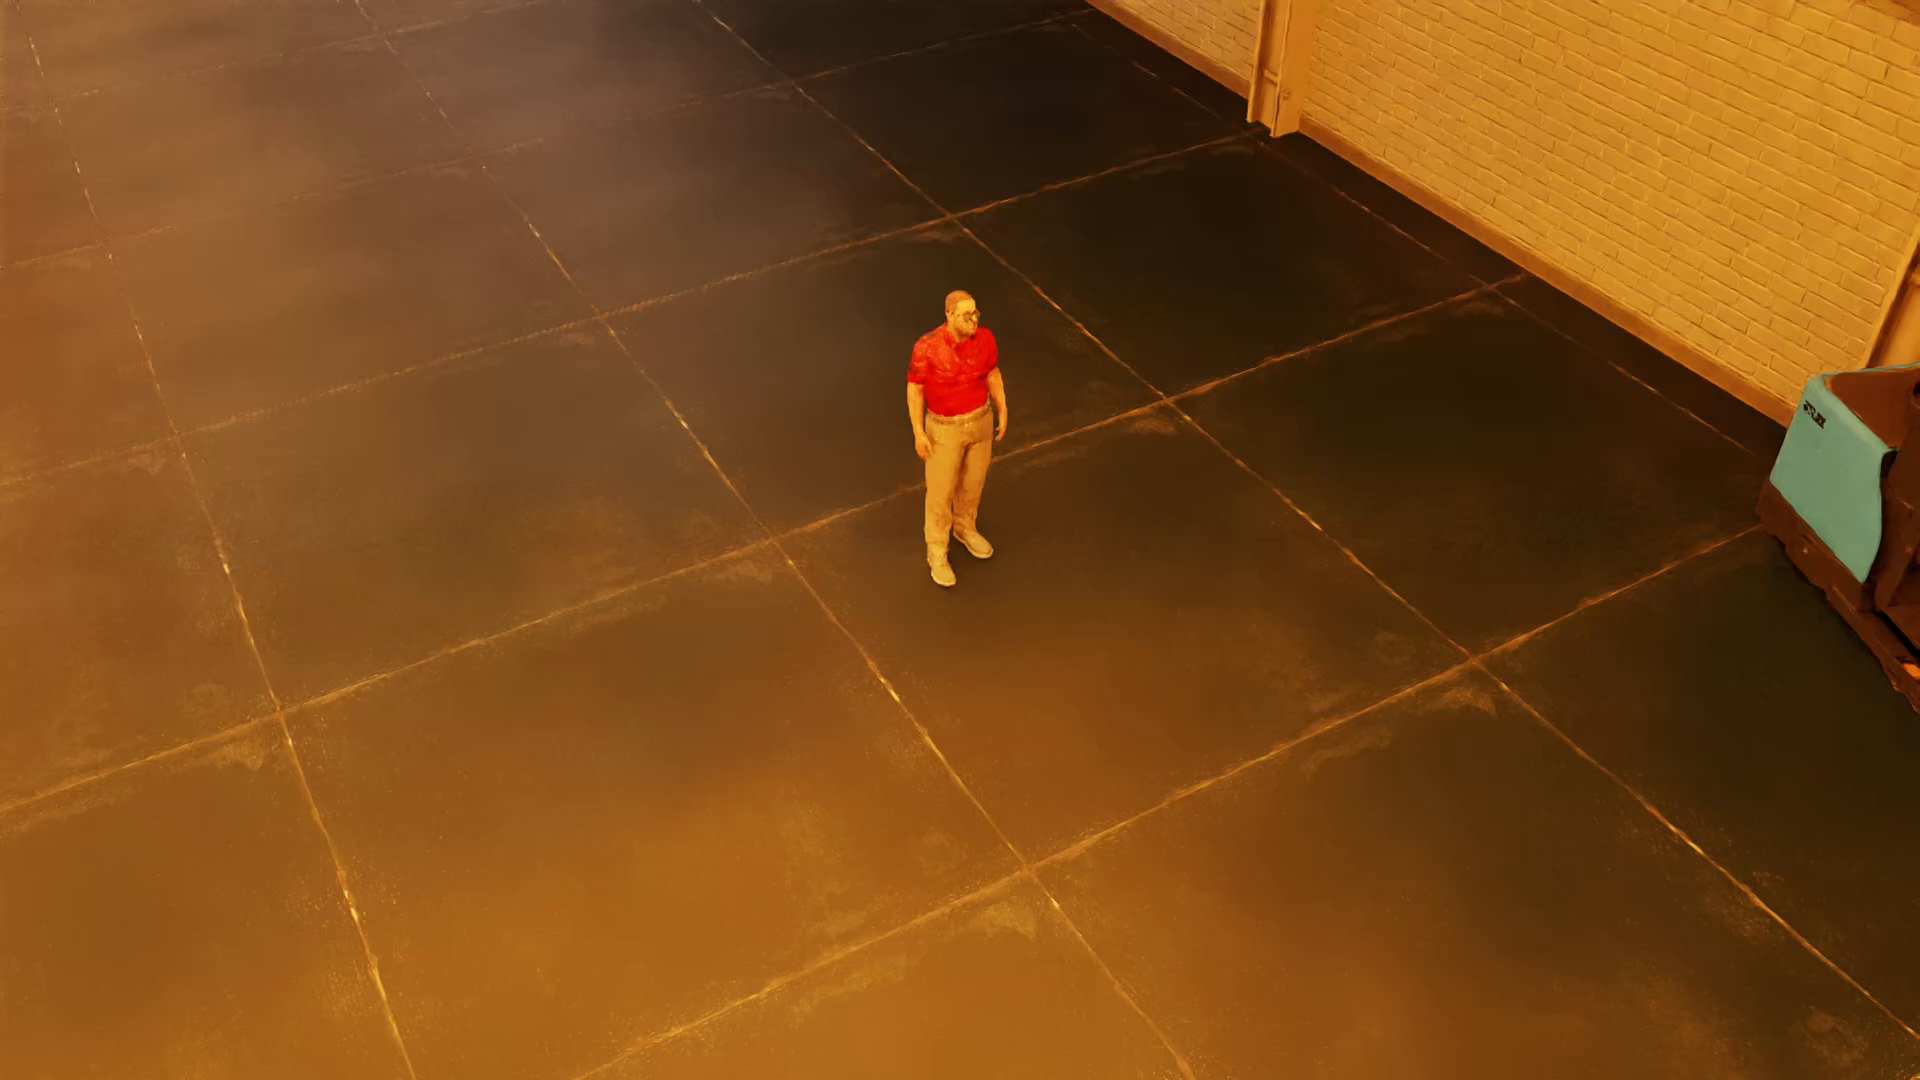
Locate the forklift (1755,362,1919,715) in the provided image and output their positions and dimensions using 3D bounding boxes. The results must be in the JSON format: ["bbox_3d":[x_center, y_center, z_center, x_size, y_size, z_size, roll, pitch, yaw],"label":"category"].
[{"bbox_3d":[5.758,-0.412,8.533,1.130,2.935,3.031,-7,40,-8],"label":"forklift"}]

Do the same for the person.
[{"bbox_3d":[0.035,-0.617,9.711,0.640,1.727,0.550,-20,44,-23],"label":"person"}]
